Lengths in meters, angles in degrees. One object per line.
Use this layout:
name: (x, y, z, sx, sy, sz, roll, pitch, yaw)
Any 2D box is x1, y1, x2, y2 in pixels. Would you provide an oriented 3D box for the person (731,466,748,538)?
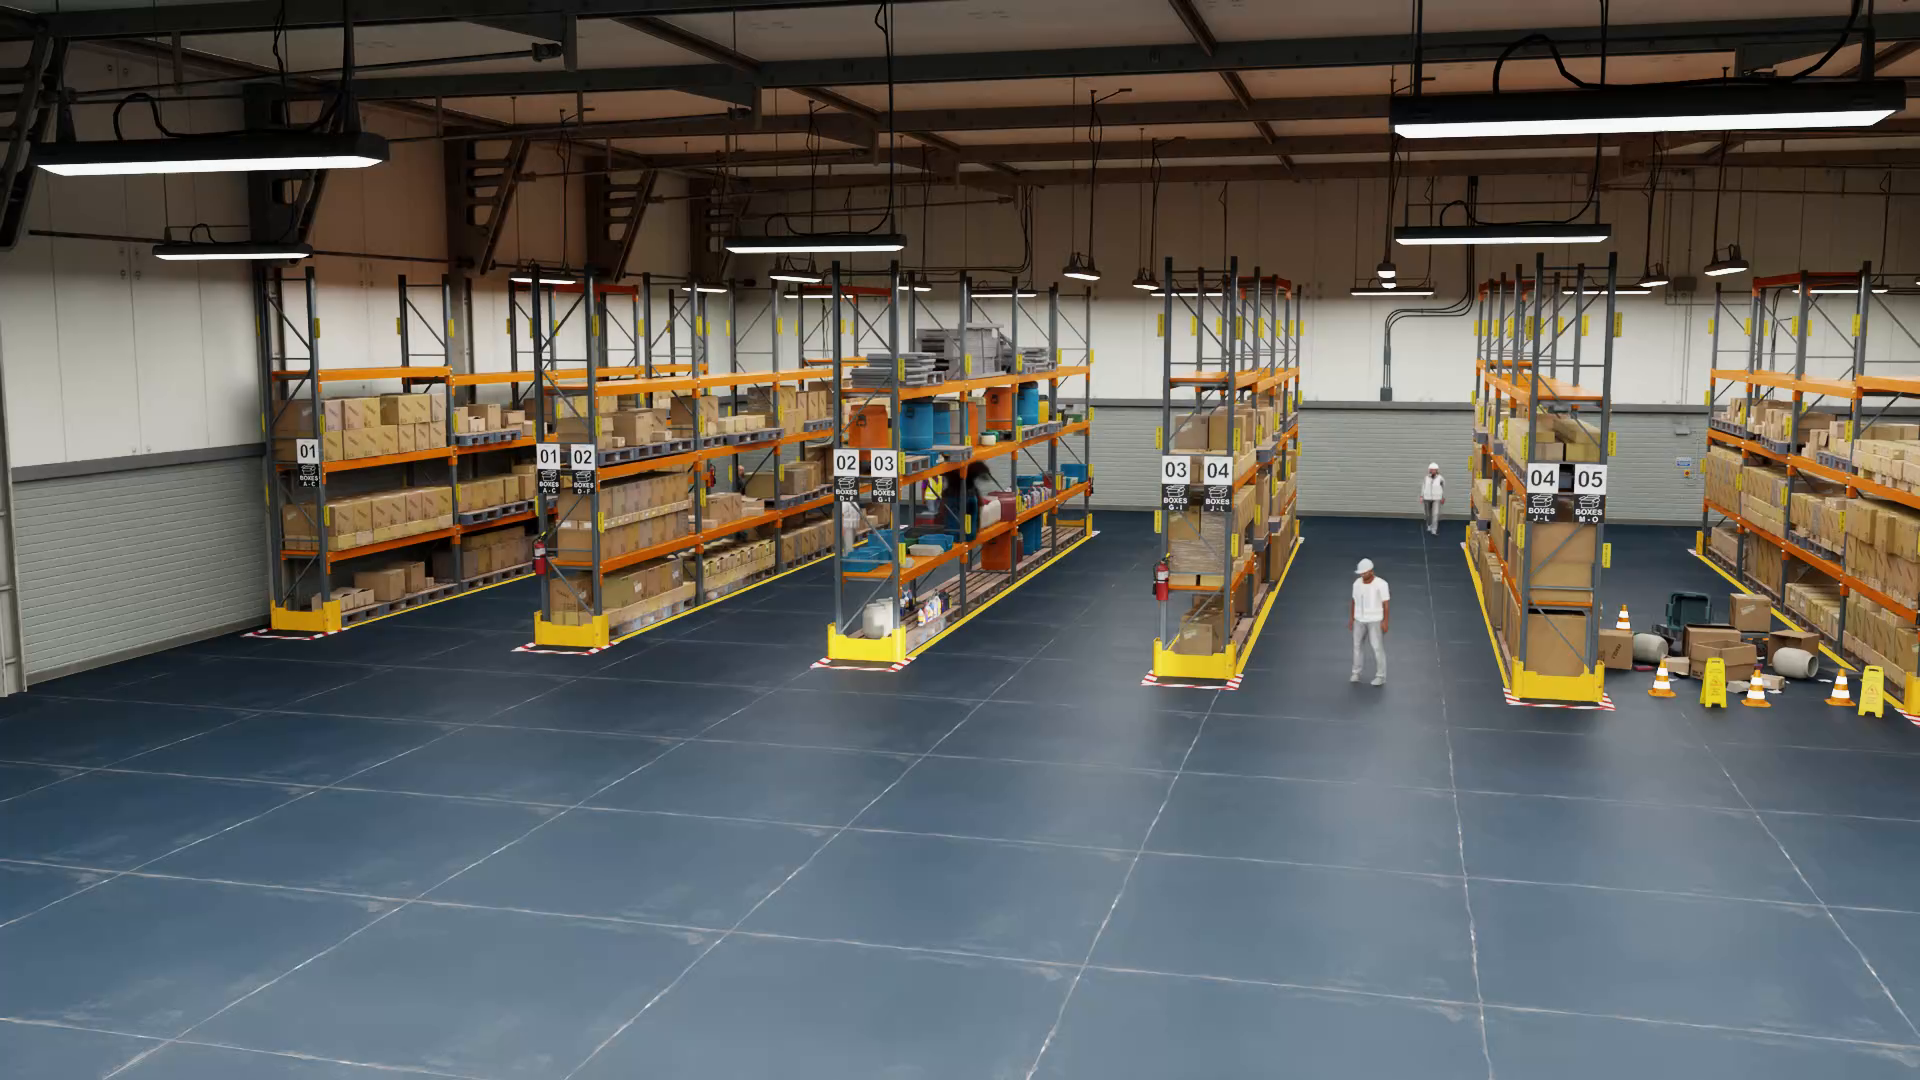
person: (-5.215, -0.932, 40.125, 0.474, 1.729, 0.568, 4, 8, 27)

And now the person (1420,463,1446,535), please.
person: (11.537, -1.005, 40.579, 0.603, 1.739, 0.977, 3, 8, 20)

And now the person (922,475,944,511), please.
person: (-0.583, -0.959, 40.148, 0.586, 1.770, 0.594, -7, 10, -42)

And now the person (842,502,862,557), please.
person: (-2.227, -0.259, 34.664, 0.576, 1.775, 0.555, 3, 8, 24)

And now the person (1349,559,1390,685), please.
person: (5.766, 1.140, 23.564, 0.419, 1.763, 0.618, -7, 10, -42)
